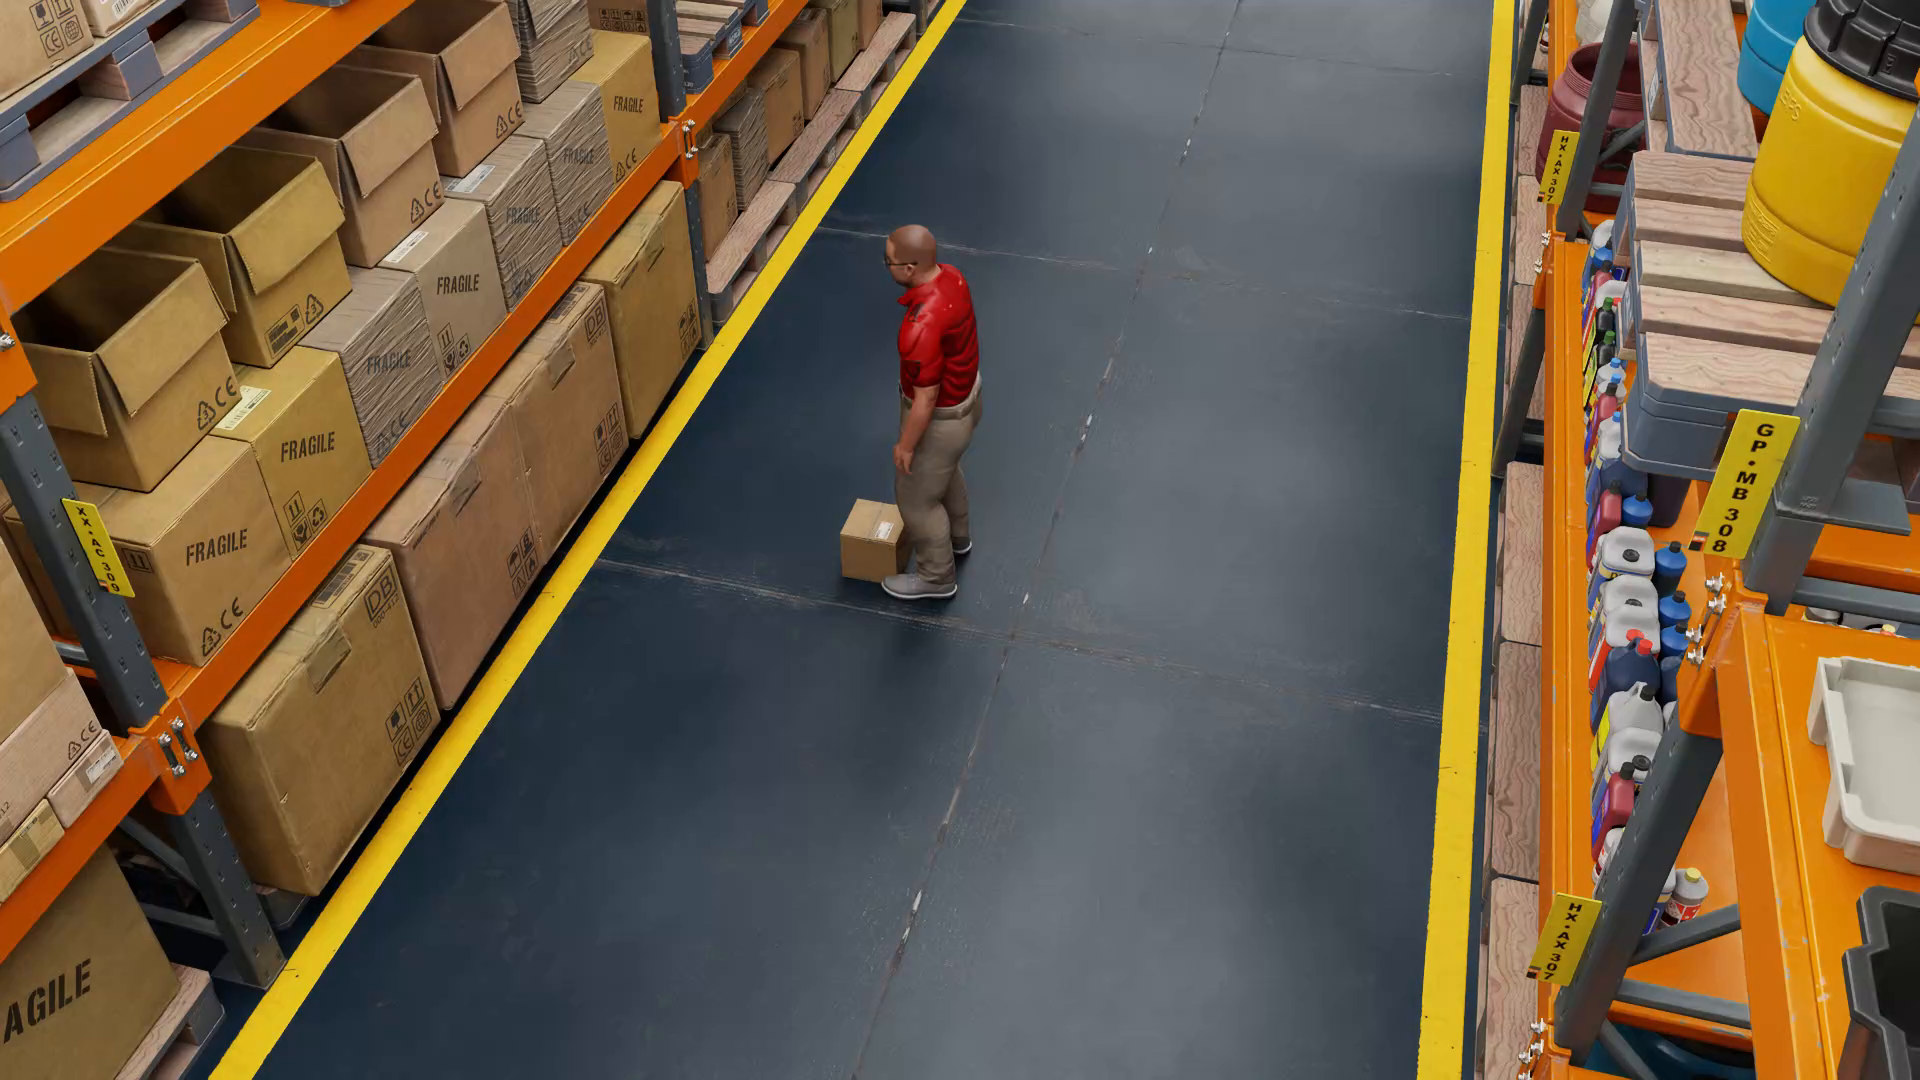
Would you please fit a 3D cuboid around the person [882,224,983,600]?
[{"bbox_3d":[-0.120,-0.514,6.764,0.392,1.727,0.585,10,42,12],"label":"person"}]
